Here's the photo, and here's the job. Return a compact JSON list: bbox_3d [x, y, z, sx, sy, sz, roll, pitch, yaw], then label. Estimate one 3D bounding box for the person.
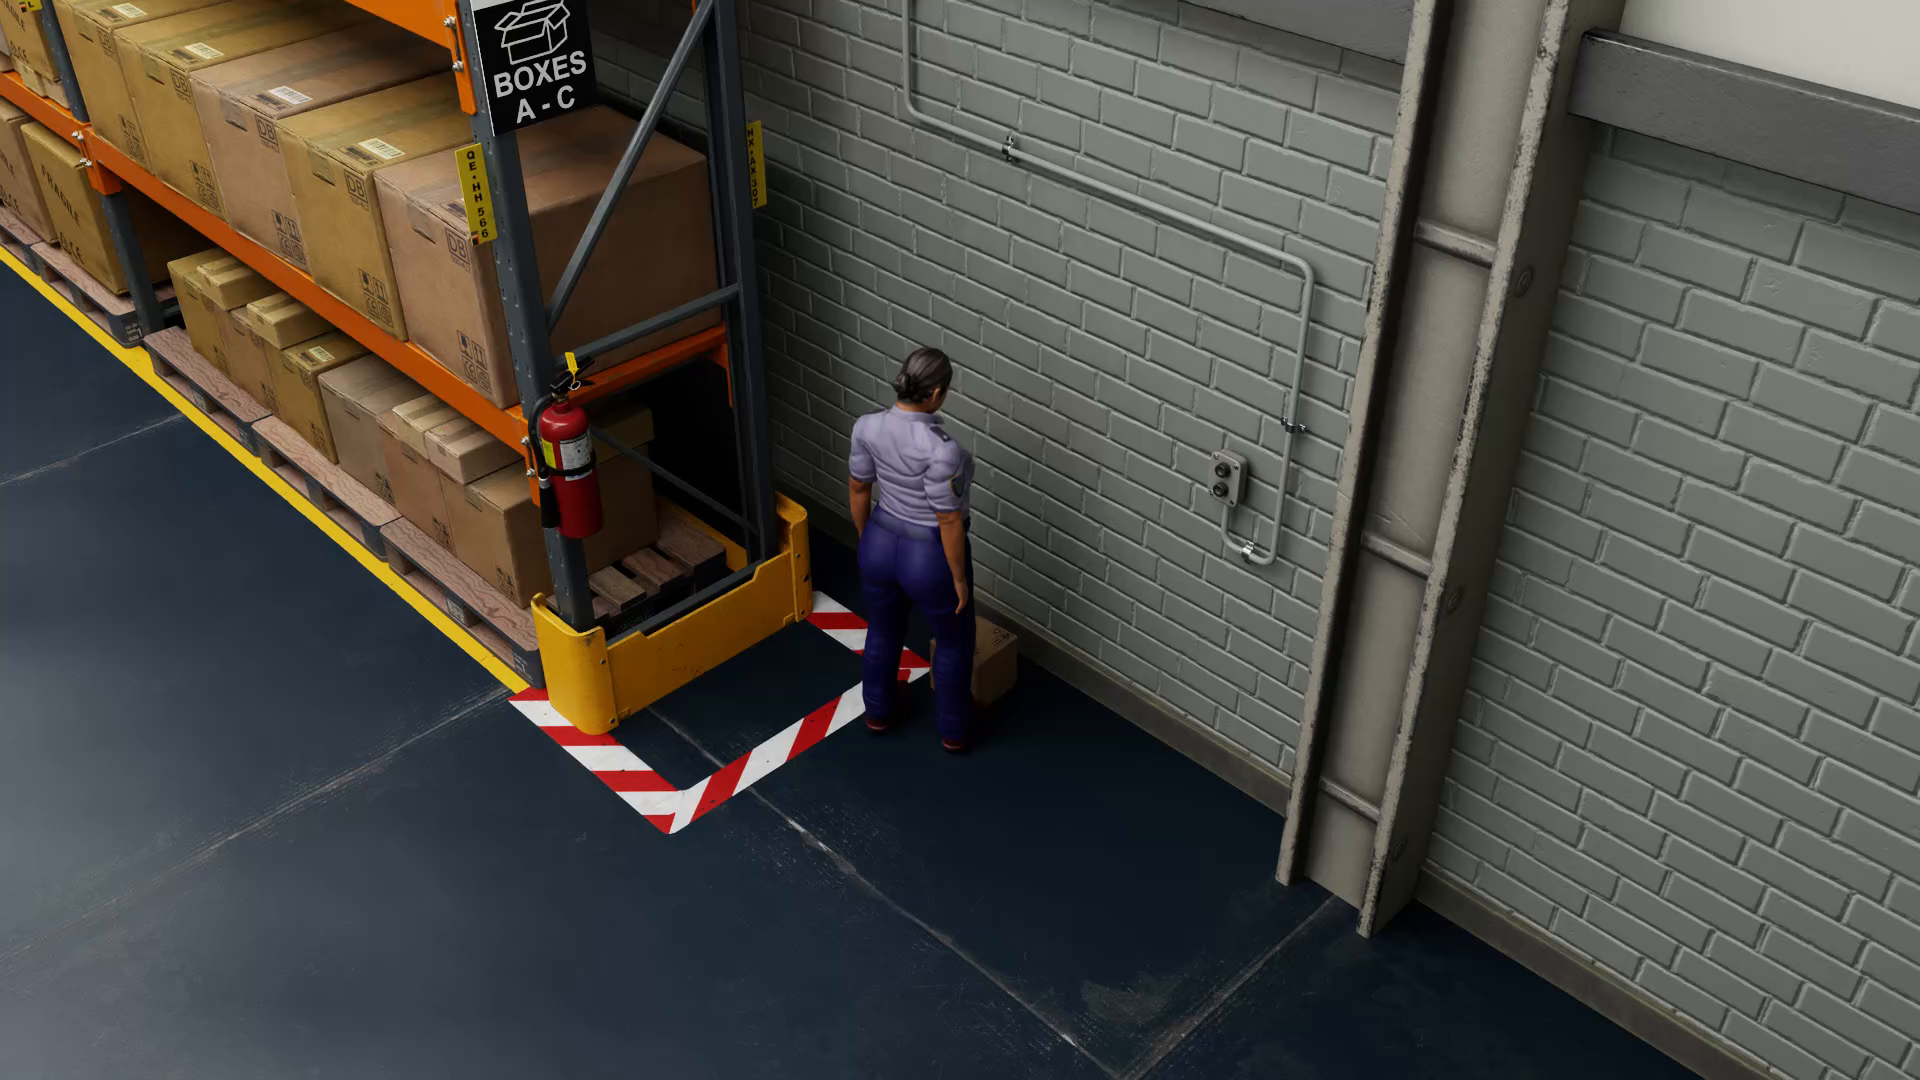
[{"bbox_3d":[-0.155,0.053,6.061,0.514,1.632,0.399,21,41,26],"label":"person"}]
